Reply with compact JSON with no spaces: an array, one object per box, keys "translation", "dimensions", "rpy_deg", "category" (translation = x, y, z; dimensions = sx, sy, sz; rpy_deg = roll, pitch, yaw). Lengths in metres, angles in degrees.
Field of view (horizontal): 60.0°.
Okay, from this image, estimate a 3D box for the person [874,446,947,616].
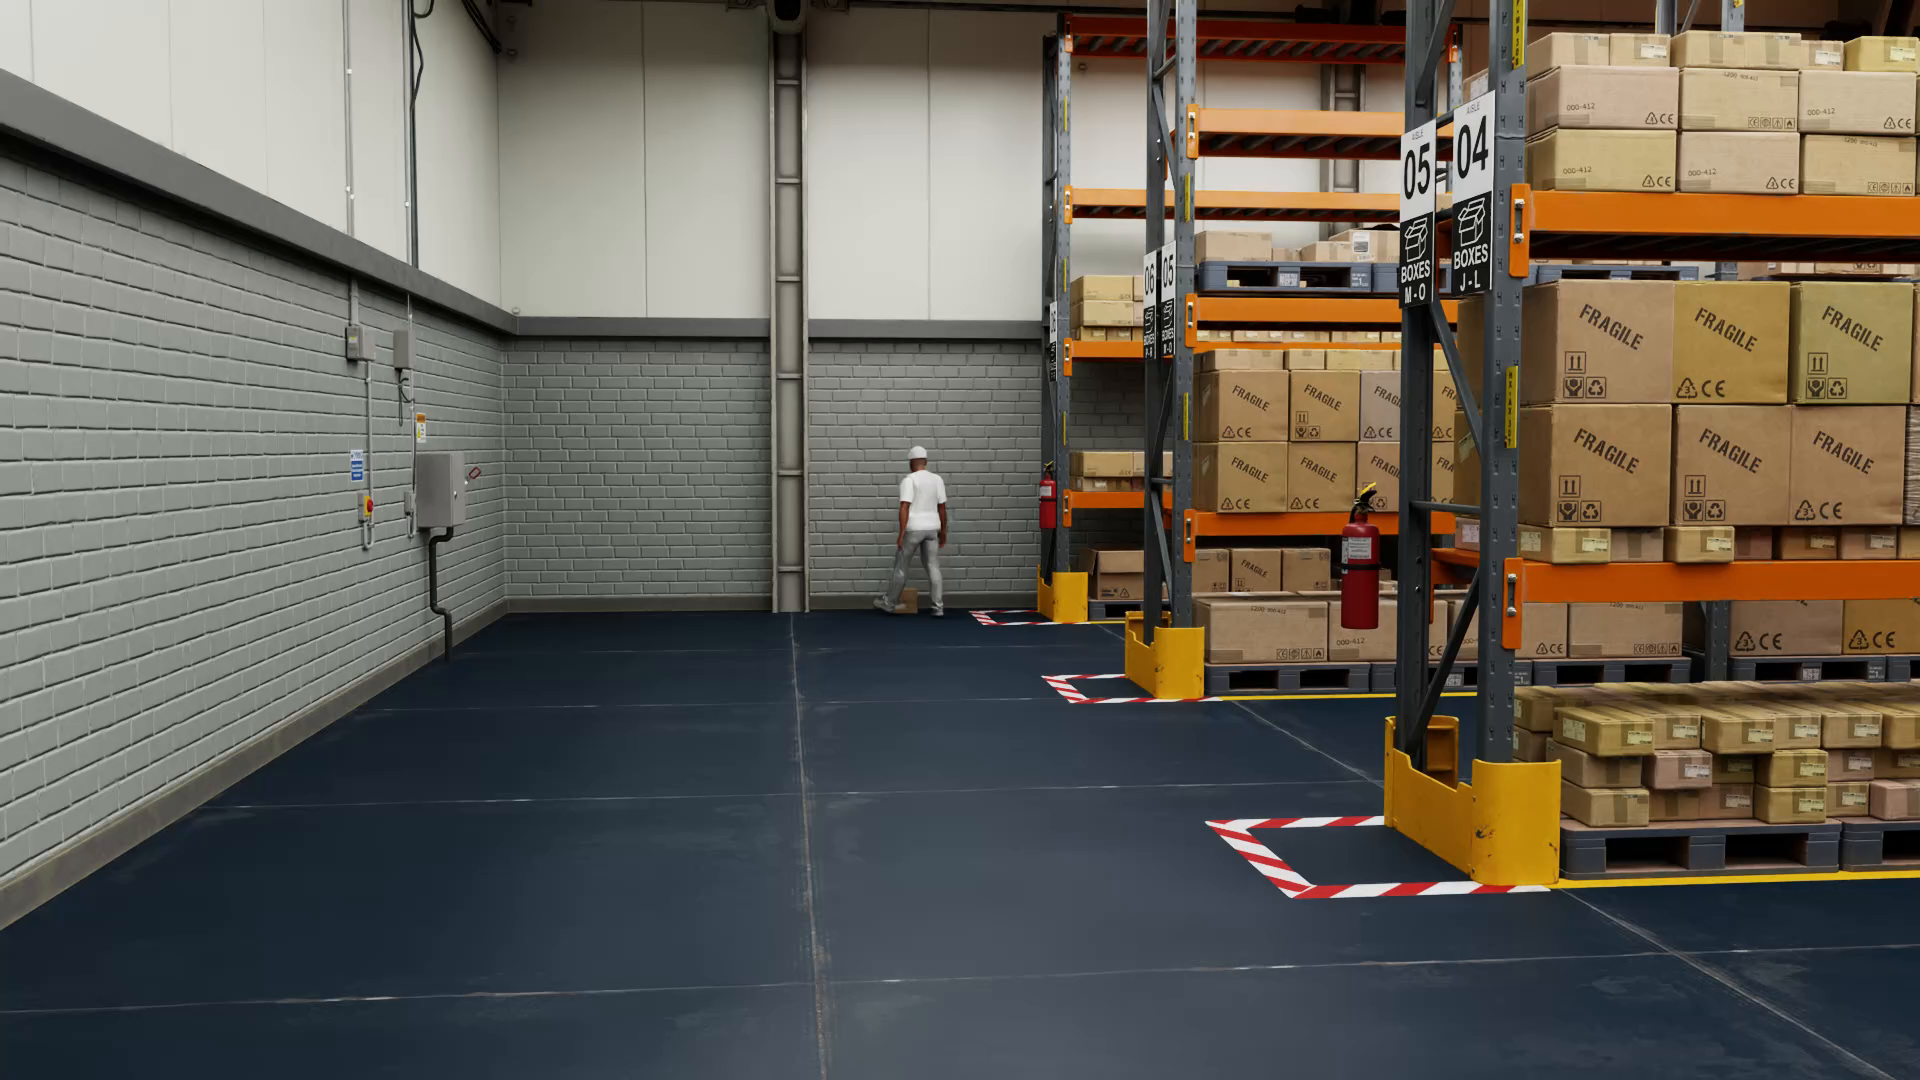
[{"translation":[-0.482,-0.097,17.208],"dimensions":[0.664,1.751,0.869],"rpy_deg":[-2,4,-36],"category":"person"}]
